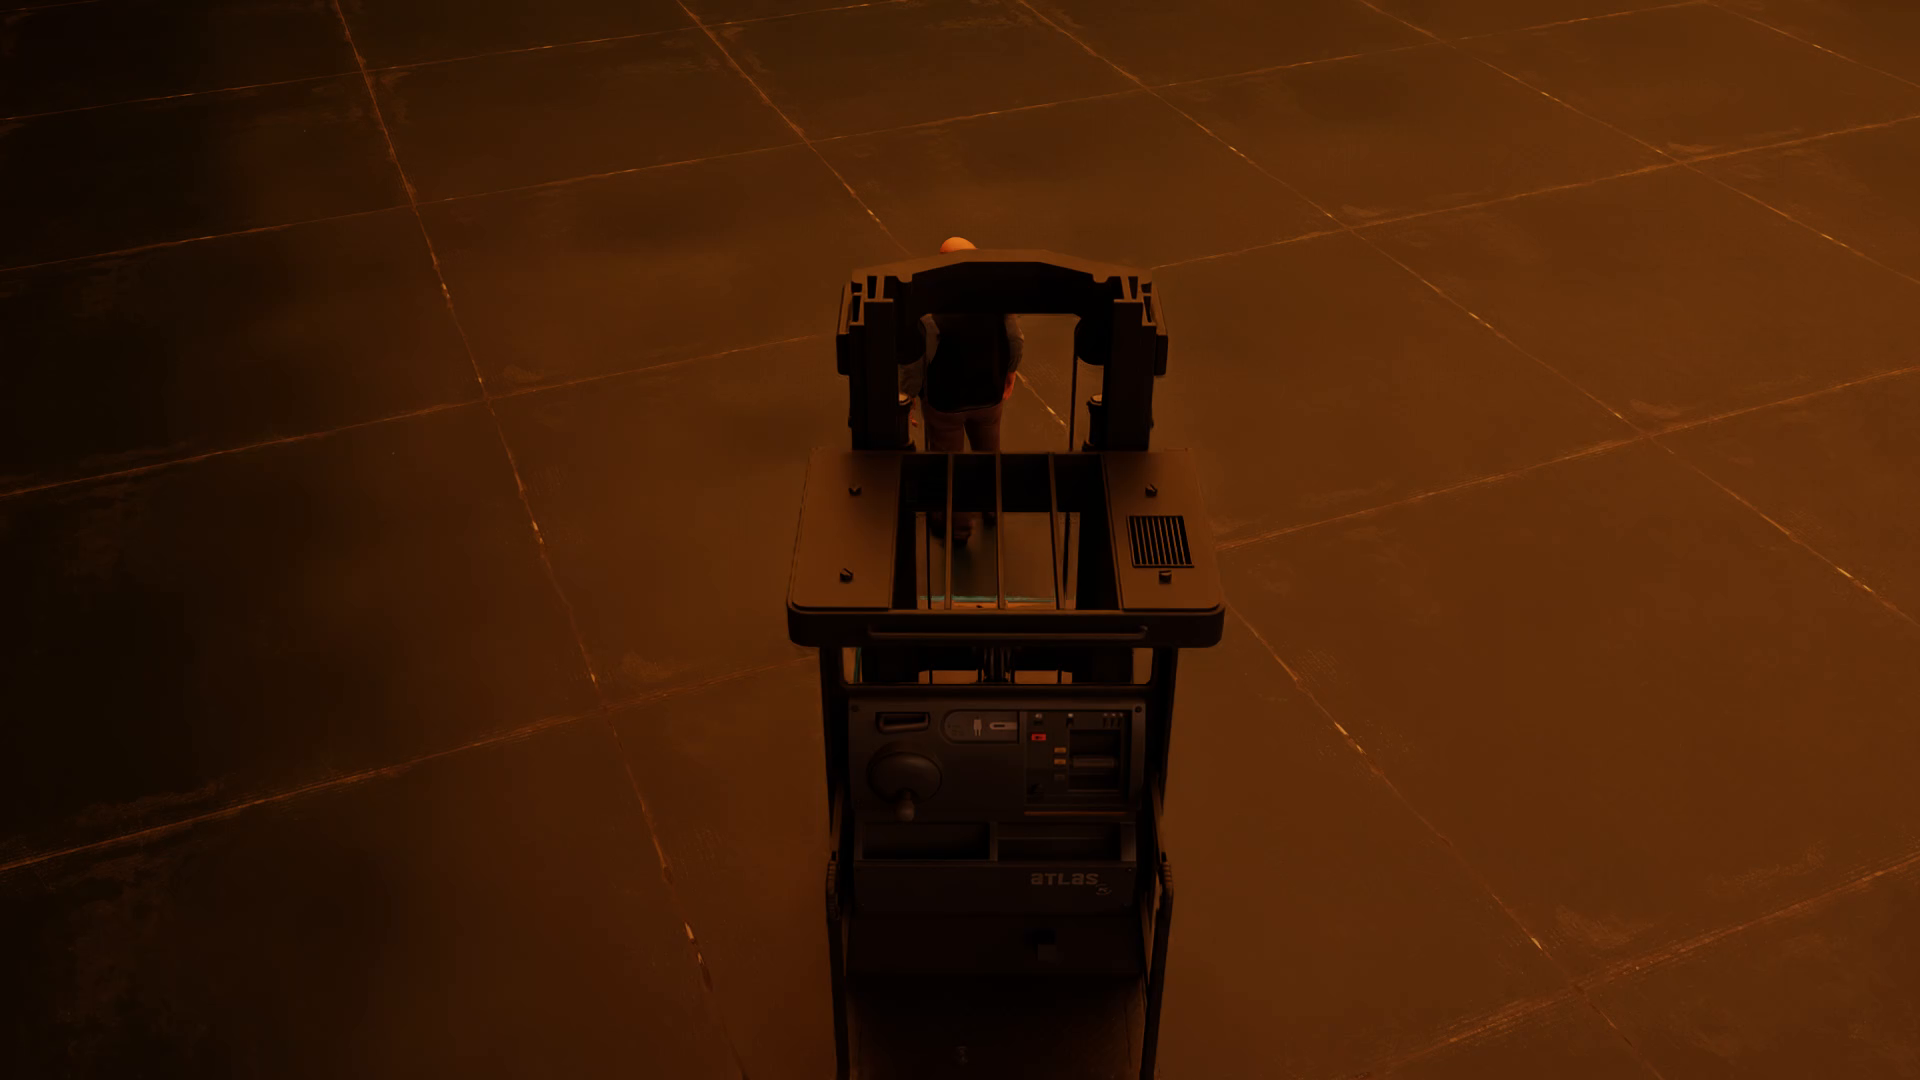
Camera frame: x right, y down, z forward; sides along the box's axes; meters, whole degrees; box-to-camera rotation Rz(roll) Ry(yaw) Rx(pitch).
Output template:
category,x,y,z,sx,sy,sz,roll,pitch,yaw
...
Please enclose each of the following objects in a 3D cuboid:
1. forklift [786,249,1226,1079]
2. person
category,x,y,z,sx,sy,sz,roll,pitch,yaw
forklift,0.116,0.749,5.045,1.130,2.935,3.031,0,35,0
person,-0.018,-0.743,8.174,0.633,1.722,0.566,-14,38,-19
